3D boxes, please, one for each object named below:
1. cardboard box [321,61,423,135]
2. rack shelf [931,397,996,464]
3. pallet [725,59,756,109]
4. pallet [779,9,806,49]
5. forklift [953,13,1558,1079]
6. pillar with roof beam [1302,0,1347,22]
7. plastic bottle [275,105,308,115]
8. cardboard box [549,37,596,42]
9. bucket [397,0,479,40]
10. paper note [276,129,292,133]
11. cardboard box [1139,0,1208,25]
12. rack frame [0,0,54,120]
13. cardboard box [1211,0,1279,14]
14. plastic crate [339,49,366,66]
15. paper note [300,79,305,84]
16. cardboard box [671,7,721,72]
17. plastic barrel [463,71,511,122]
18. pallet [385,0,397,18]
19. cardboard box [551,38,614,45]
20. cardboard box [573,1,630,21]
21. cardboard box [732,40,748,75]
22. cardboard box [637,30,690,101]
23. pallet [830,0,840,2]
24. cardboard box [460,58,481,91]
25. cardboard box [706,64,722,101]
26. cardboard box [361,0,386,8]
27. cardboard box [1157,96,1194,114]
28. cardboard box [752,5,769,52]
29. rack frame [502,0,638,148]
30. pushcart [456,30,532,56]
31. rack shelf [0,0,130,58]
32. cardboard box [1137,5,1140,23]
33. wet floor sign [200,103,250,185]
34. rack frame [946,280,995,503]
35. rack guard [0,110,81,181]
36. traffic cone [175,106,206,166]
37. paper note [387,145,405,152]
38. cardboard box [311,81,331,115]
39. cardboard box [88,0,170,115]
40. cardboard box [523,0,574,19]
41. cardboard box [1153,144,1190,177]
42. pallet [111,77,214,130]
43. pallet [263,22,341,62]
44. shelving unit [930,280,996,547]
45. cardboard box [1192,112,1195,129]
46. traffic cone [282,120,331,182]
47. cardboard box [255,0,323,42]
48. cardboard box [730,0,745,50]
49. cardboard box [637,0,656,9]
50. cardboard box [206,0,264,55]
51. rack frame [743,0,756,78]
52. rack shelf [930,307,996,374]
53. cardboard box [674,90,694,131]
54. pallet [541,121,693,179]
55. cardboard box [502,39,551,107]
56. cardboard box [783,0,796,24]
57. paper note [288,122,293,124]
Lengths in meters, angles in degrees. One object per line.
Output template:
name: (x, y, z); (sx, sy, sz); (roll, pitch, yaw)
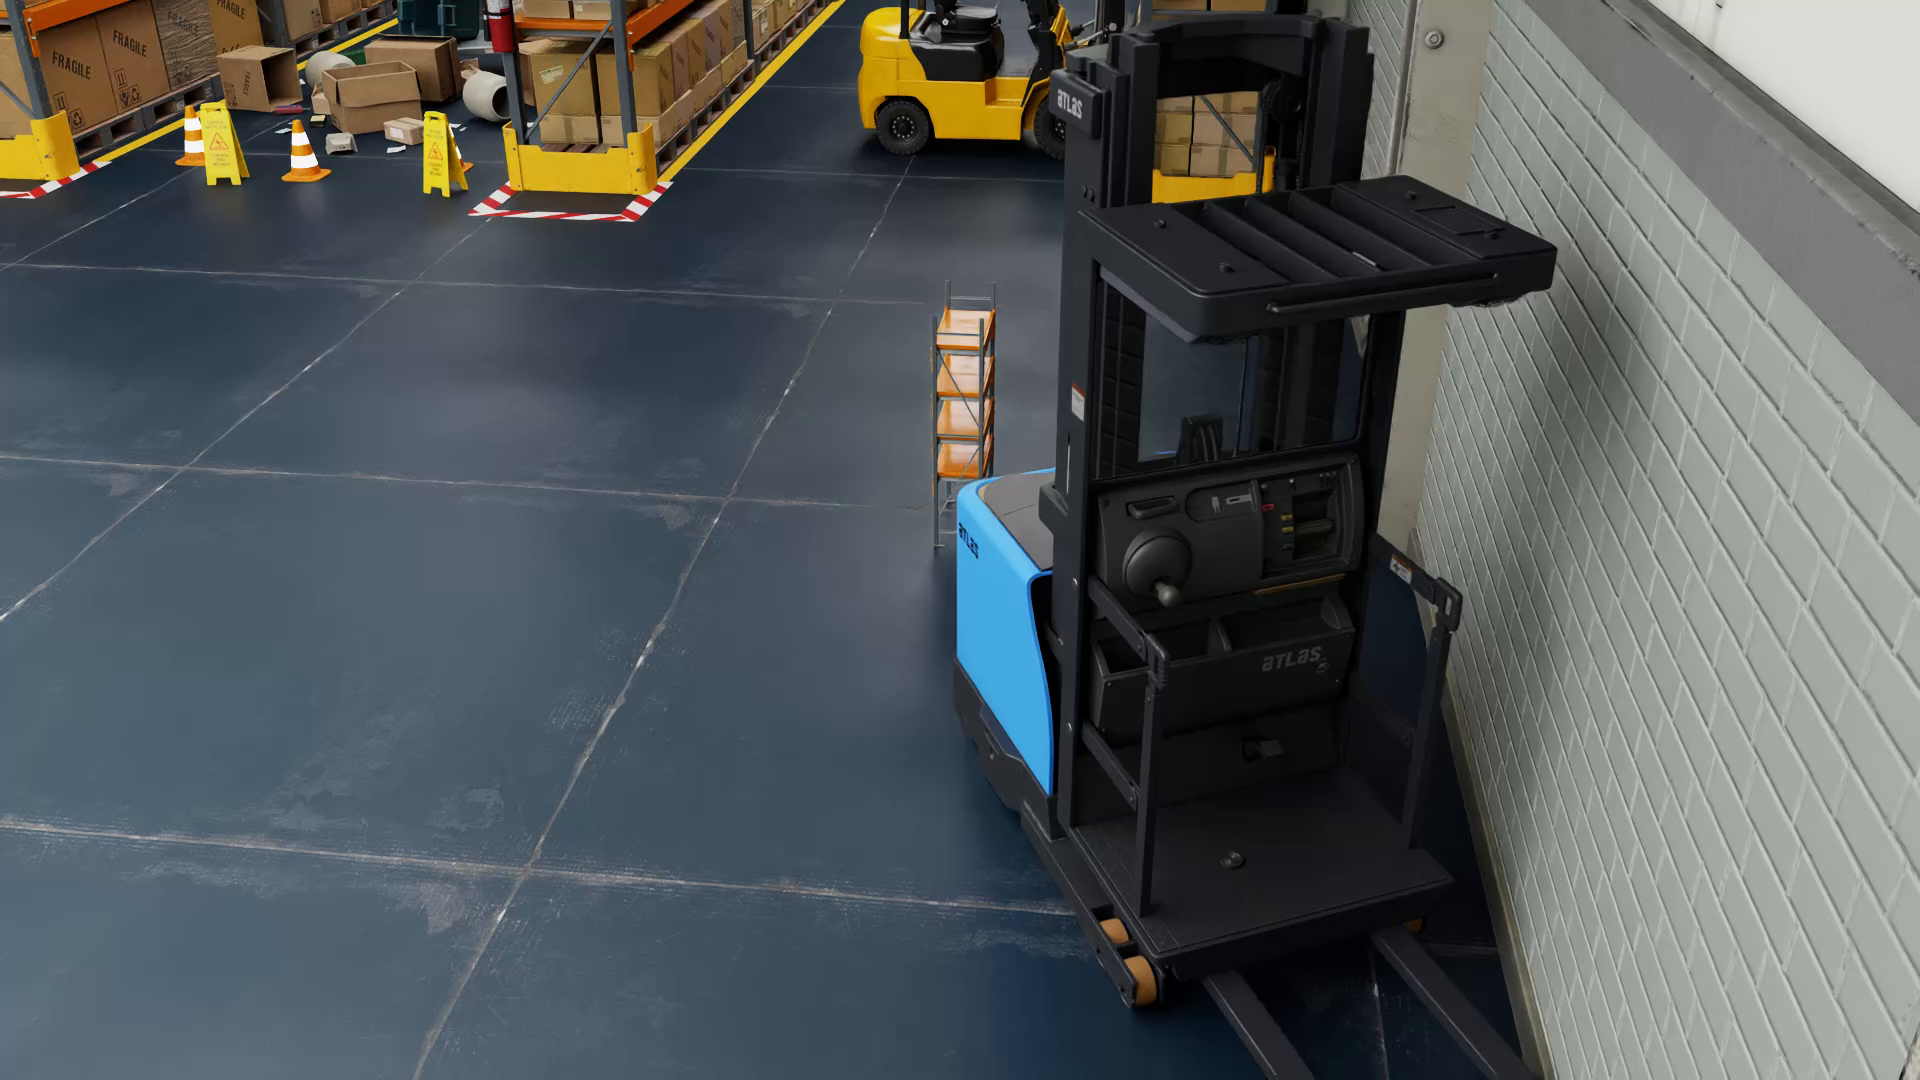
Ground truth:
cardboard box: (-5.385, -4.056, 15.248); (0.797, 0.503, 0.637); (-17, 33, -29)
rack shelf: (0.020, -0.547, 8.142); (0.258, 0.148, 0.480); (3, 28, 6)
pallet: (-2.645, -4.518, 16.414); (1.003, 0.211, 1.213); (3, 28, 6)
pallet: (-2.356, -5.779, 18.754); (1.003, 0.211, 1.213); (3, 28, 6)
forklift: (0.949, 0.012, 5.137); (1.130, 2.935, 3.031); (-10, 30, -17)
pillar with roof beam: (-1.453, -7.061, 11.868); (9.100, 9.000, 0.400); (3, 28, 6)
plastic bottle: (-6.331, -4.080, 15.759); (0.283, 0.061, 0.133); (-6, 29, -11)
cardboard box: (-3.270, -4.340, 14.125); (0.380, 0.149, 0.250); (4, 29, 8)
bucket: (-5.251, -5.334, 16.837); (0.726, 0.611, 0.620); (14, 21, 24)
paper note: (-6.141, -3.733, 15.149); (0.144, 0.017, 0.142); (14, 31, 24)
cardboard box: (1.639, -4.185, 12.750); (0.500, 0.500, 0.500); (3, 28, 5)
rack frame: (-8.013, -4.421, 13.294); (1.000, 3.000, 0.127); (3, 28, 6)
cardboard box: (2.176, -4.155, 12.695); (0.500, 0.500, 0.500); (4, 29, 8)
plastic crate: (-6.244, -4.933, 17.149); (0.450, 0.188, 0.662); (9, 28, 37)
paper note: (-6.706, -4.628, 16.808); (0.147, 0.020, 0.142); (-17, 33, -29)
cardboard box: (-2.525, -4.594, 15.281); (0.500, 0.500, 0.500); (5, 29, 9)
plastic barrel: (-4.337, -4.107, 15.427); (0.421, 0.421, 0.512); (-24, 36, -37)
pallet: (-7.204, -6.592, 20.264); (1.003, 0.211, 1.213); (3, 28, 6)
cardboard box: (-3.188, -4.124, 14.407); (0.500, 0.500, 0.500); (4, 29, 8)
cardboard box: (-2.840, -4.218, 13.182); (0.380, 0.149, 0.250); (3, 29, 6)
cardboard box: (-2.403, -4.744, 16.350); (0.500, 0.250, 0.500); (5, 29, 9)
cardboard box: (-2.652, -4.107, 14.376); (0.500, 0.500, 0.500); (2, 28, 4)
pallet: (-1.936, -7.086, 21.180); (1.003, 0.211, 1.213); (3, 28, 6)
cardboard box: (-4.827, -4.601, 16.511); (0.258, 0.266, 0.396); (-17, 33, -29)
cardboard box: (-2.525, -4.254, 15.440); (0.500, 0.250, 0.500); (4, 29, 7)
cardboard box: (-7.300, -6.688, 19.431); (1.050, 0.750, 0.750); (4, 29, 7)
cardboard box: (1.586, -3.544, 13.067); (0.500, 0.250, 0.500); (4, 29, 8)
cardboard box: (-2.536, -5.339, 17.325); (0.950, 0.372, 0.625); (4, 29, 7)
rack frame: (-3.087, -4.181, 12.848); (1.000, 3.000, 0.127); (3, 28, 6)
pushcart: (-4.866, -5.018, 17.167); (1.648, 0.377, 0.936); (-6, 29, -11)
rack shelf: (-7.768, -5.046, 15.212); (1.077, 0.370, 4.000); (3, 28, 6)
cardboard box: (1.886, -4.742, 15.292); (0.500, 0.250, 0.500); (3, 28, 6)
wet floor sign: (-6.051, -3.256, 13.613); (0.267, 0.644, 0.232); (-1, 28, -3)
rack frame: (0.050, -0.721, 8.323); (0.240, 1.200, 0.015); (3, 28, 6)
rack guard: (-8.015, -3.309, 13.866); (1.175, 0.500, 0.348); (3, 28, 6)
traffic cone: (-6.538, -3.472, 14.206); (0.336, 0.463, 0.334); (3, 28, 6)
paper note: (-4.947, -3.434, 14.593); (0.148, 0.019, 0.142); (-6, 29, -11)
cardboard box: (-5.905, -4.184, 15.737); (0.396, 0.266, 0.258); (8, 29, 15)
cardboard box: (-7.889, -4.408, 15.067); (0.875, 0.875, 0.875); (3, 28, 5)
cardboard box: (-3.254, -4.259, 13.257); (0.380, 0.149, 0.250); (4, 29, 8)
cardboard box: (1.583, -3.108, 13.313); (0.500, 0.250, 0.500); (4, 29, 7)
pallet: (-7.840, -4.147, 15.725); (1.003, 0.211, 1.213); (3, 28, 6)
pallet: (-7.503, -5.444, 18.132); (1.003, 0.211, 1.213); (3, 28, 6)
shelving unit: (0.020, -0.606, 8.110); (0.258, 1.200, 0.503); (3, 28, 6)
cardboard box: (2.153, -3.535, 13.578); (0.500, 0.250, 0.500); (3, 28, 6)
traffic cone: (-5.458, -3.246, 13.787); (0.336, 0.463, 0.334); (3, 28, 6)
cardboard box: (-7.536, -5.796, 17.775); (1.050, 0.750, 0.750); (3, 28, 6)
cardboard box: (-2.404, -5.074, 16.172); (0.500, 0.500, 0.500); (3, 28, 5)
cardboard box: (-2.711, -4.458, 13.627); (0.380, 0.149, 0.250); (2, 28, 5)
cardboard box: (-7.669, -5.261, 16.651); (0.875, 0.875, 0.875); (4, 29, 7)
rack frame: (-2.597, -6.064, 16.343); (1.000, 3.000, 0.127); (3, 28, 6)
rack shelf: (0.020, -0.952, 7.924); (0.258, 0.148, 0.480); (3, 28, 6)
cardboard box: (-2.644, -3.759, 14.521); (0.500, 0.250, 0.500); (4, 29, 8)
pallet: (-2.944, -3.369, 14.282); (1.003, 0.211, 1.213); (3, 28, 6)
cardboard box: (-4.079, -4.539, 16.146); (0.500, 0.500, 0.500); (-24, 36, -37)
cardboard box: (-2.367, -6.005, 18.561); (0.950, 0.372, 0.625); (4, 29, 8)
paper note: (-6.179, -3.877, 15.437); (0.032, 0.001, 0.123); (20, 34, 32)
